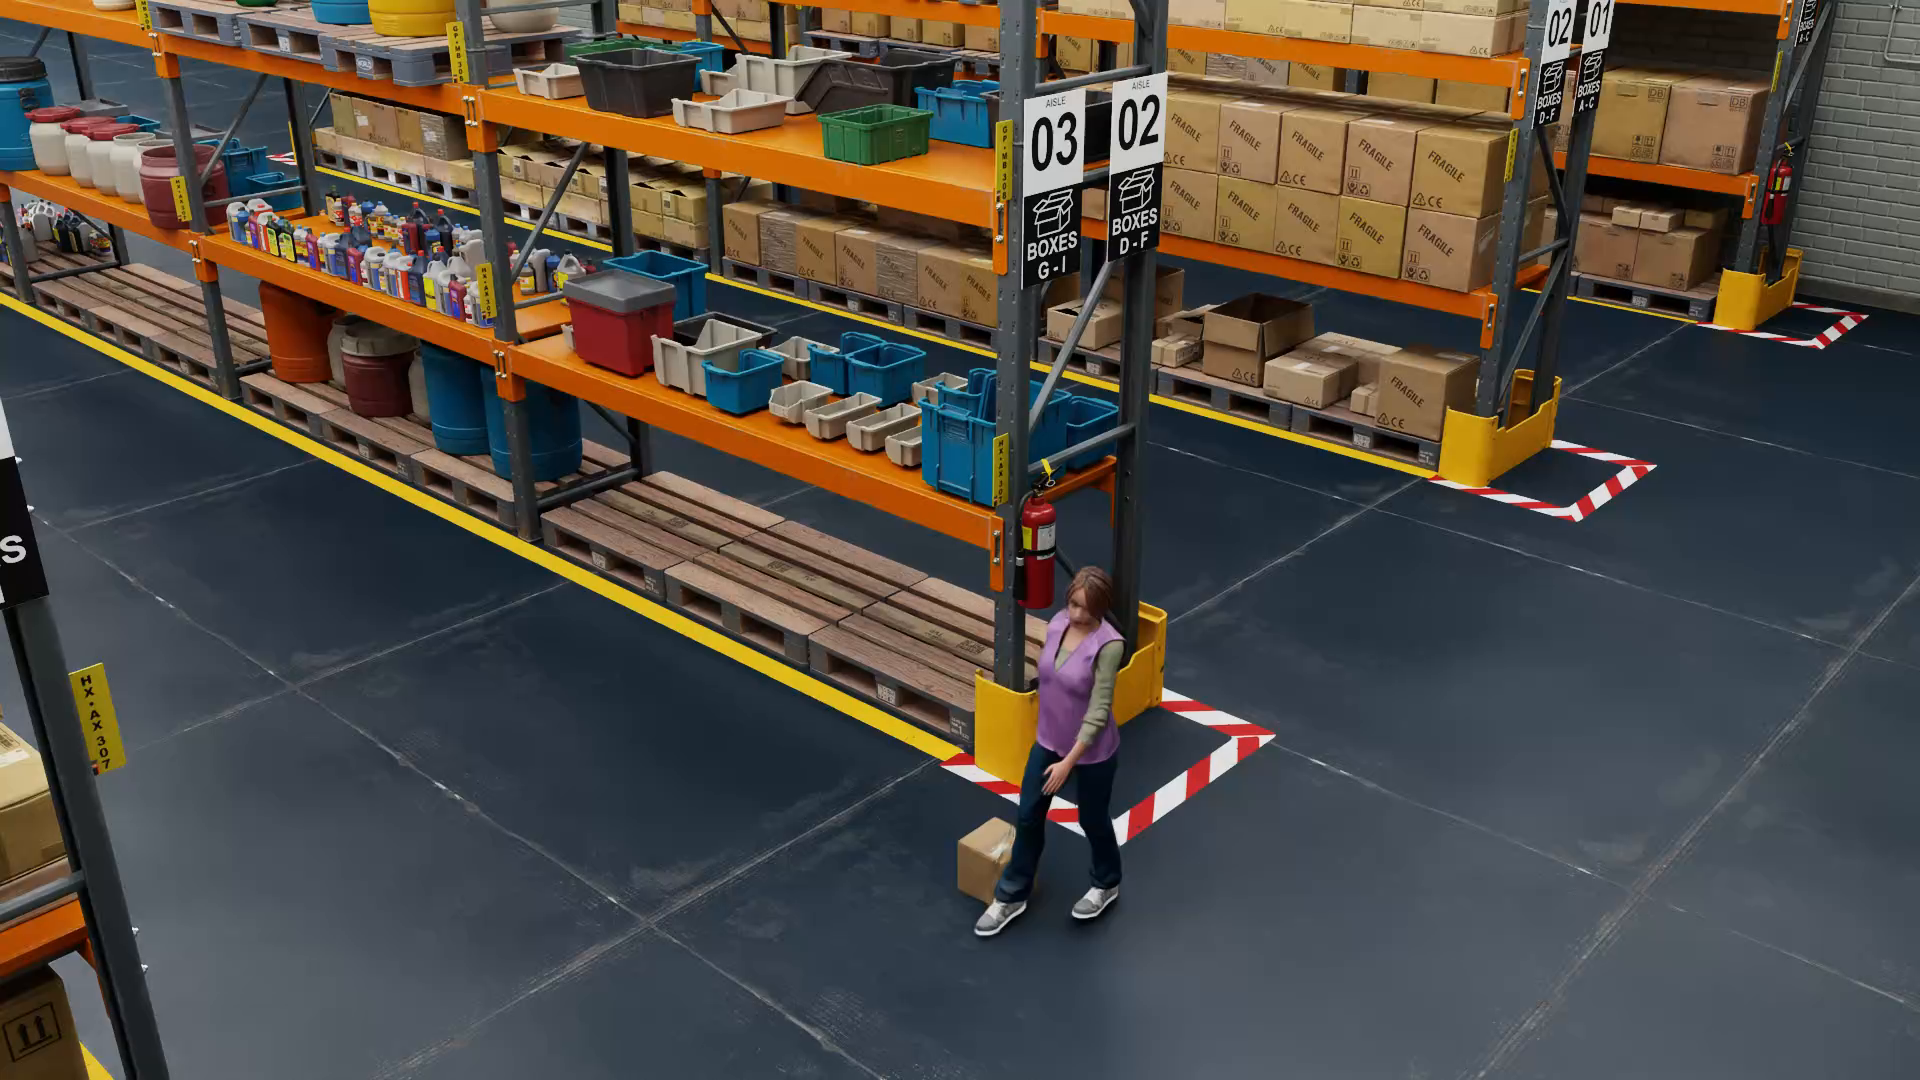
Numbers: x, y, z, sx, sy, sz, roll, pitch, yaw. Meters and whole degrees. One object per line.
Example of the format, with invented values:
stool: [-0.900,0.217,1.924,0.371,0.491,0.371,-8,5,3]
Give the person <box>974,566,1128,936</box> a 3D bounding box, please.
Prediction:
person: [0.402,0.870,6.675,0.436,1.590,0.646,22,32,40]
